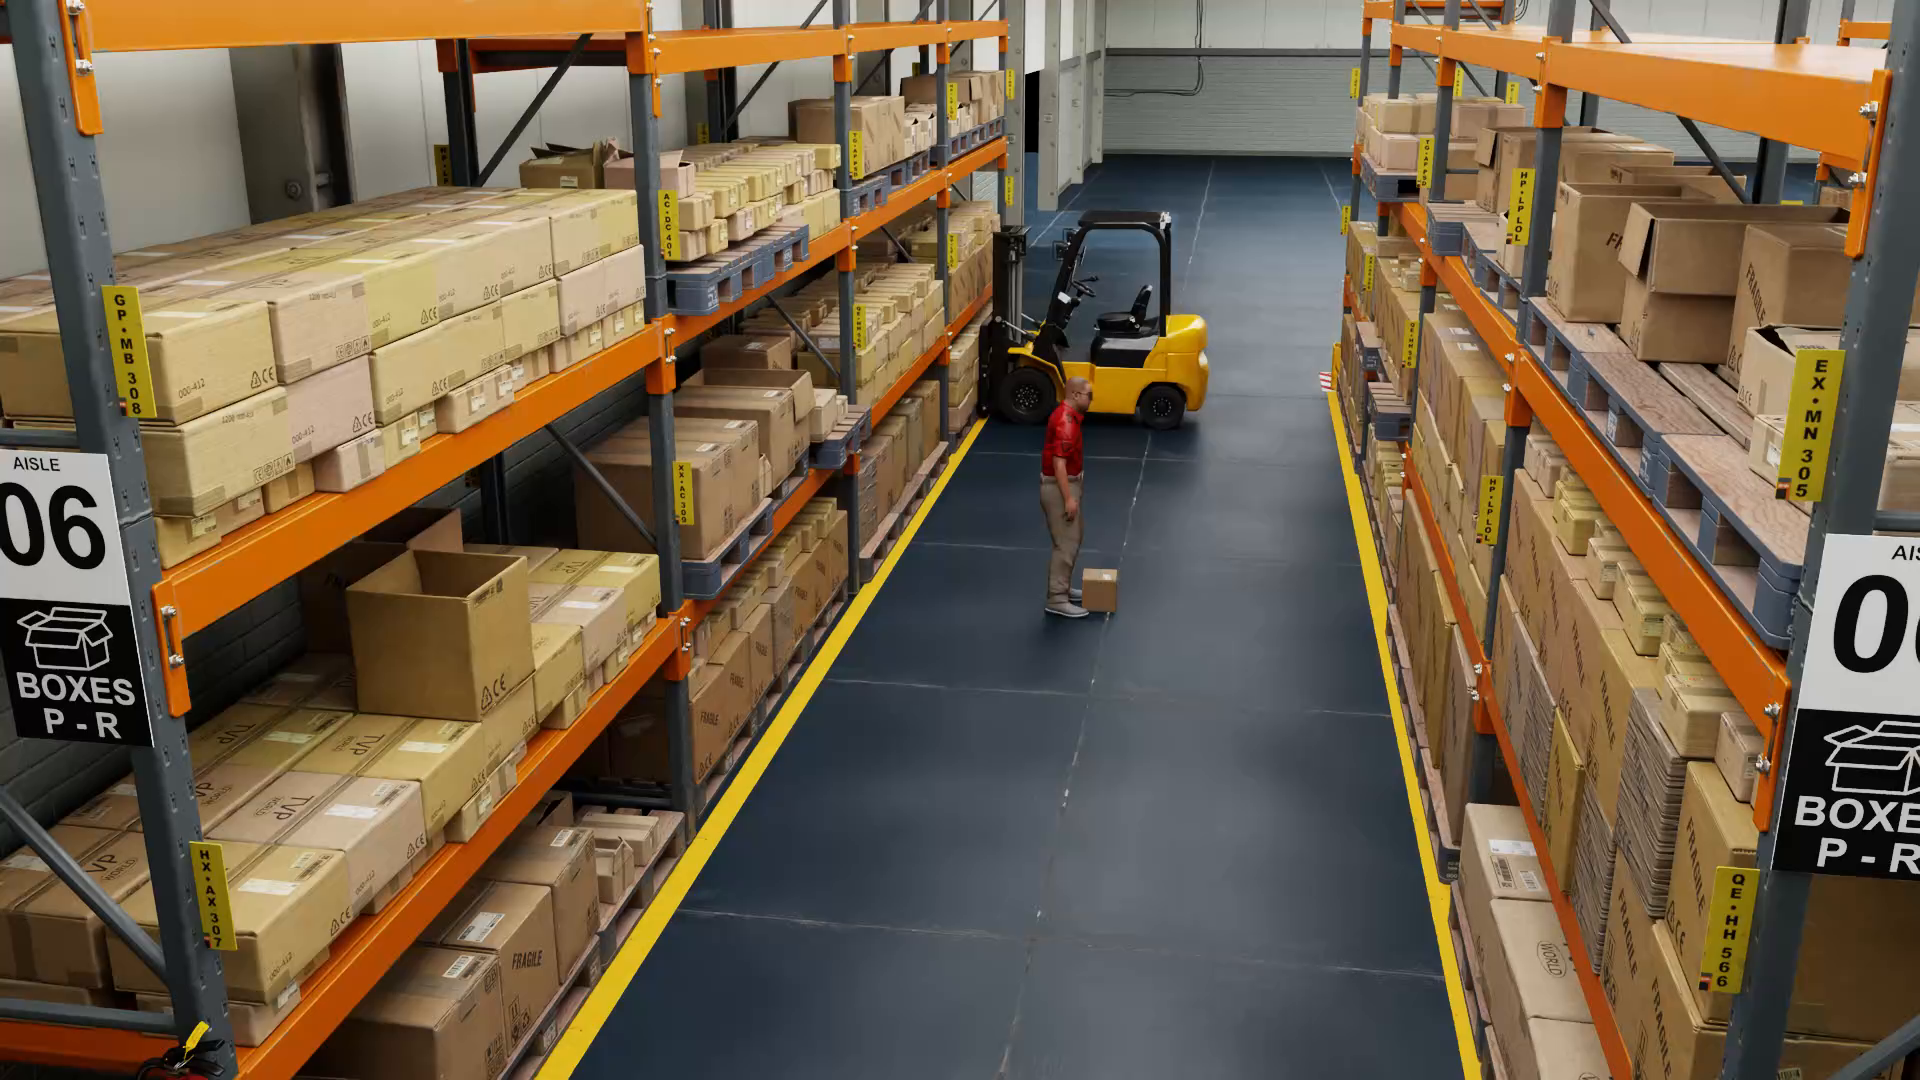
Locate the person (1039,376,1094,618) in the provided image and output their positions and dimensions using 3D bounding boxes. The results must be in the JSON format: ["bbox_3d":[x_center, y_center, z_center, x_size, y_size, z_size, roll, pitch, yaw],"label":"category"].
[{"bbox_3d":[0.780,-0.340,12.138,0.394,1.726,0.604,2,18,5],"label":"person"}]
